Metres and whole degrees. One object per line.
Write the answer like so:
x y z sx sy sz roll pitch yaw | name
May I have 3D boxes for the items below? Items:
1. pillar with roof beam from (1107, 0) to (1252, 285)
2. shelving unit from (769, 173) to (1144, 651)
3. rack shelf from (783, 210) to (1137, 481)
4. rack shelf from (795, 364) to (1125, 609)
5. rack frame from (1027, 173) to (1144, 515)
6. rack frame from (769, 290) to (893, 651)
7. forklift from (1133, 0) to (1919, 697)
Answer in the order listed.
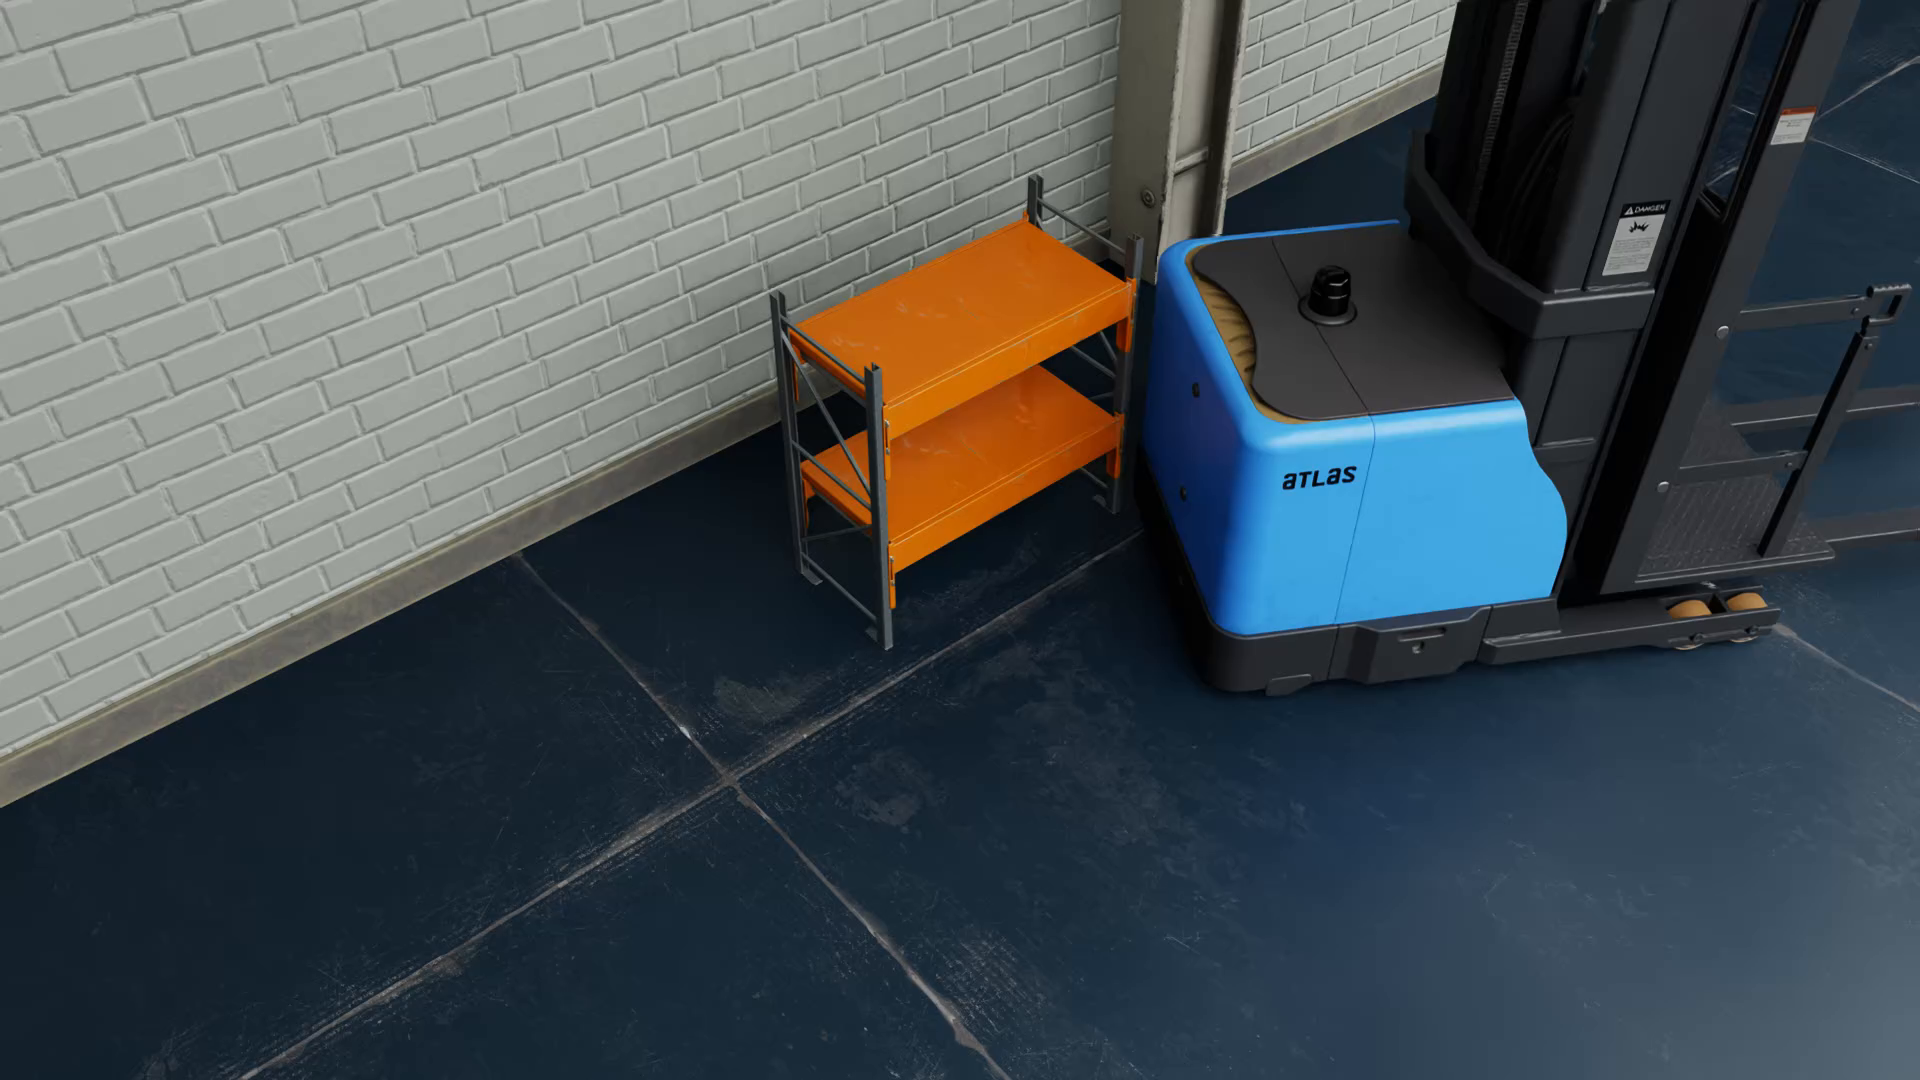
3.619 -2.237 1.558 0.400 9.000 9.100 -30 51 -28 | pillar with roof beam
0.001 -0.413 5.367 1.048 1.125 0.538 -30 51 -28 | shelving unit
0.001 -0.626 5.167 1.000 0.278 0.538 -30 51 -28 | rack shelf
0.001 -0.235 5.535 1.000 0.278 0.538 -30 51 -28 | rack shelf
0.391 -0.636 5.605 0.032 1.125 0.500 -30 51 -28 | rack frame
-0.389 -0.190 5.129 0.032 1.125 0.500 -30 51 -28 | rack frame
2.171 -1.065 4.743 3.031 2.935 1.130 -7 44 -7 | forklift
